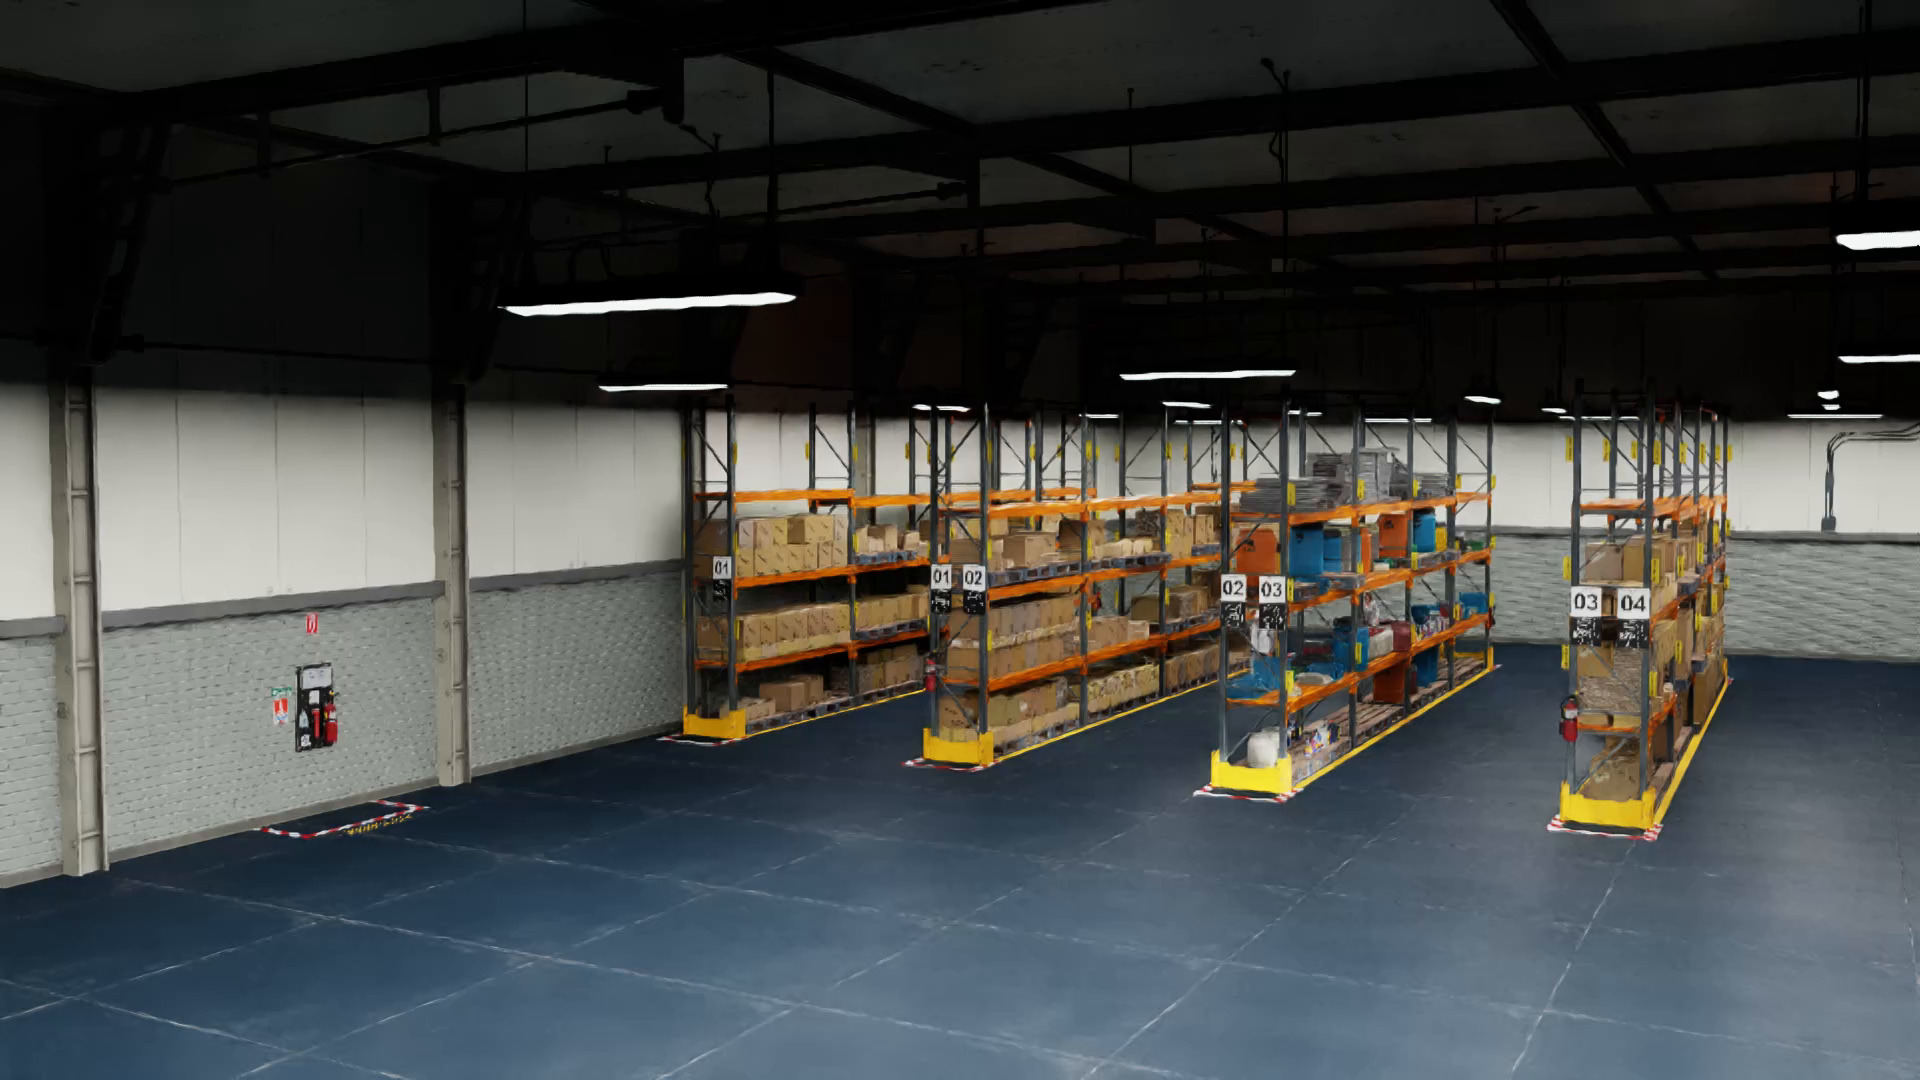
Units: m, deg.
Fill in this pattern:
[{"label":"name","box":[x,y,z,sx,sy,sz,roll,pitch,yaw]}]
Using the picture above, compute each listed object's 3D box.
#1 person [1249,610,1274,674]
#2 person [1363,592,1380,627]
[{"label":"person","box":[6.349,2.299,35.023,0.542,1.700,1.119,1,3,26]},{"label":"person","box":[10.221,2.056,41.611,0.566,1.528,0.519,1,3,26]}]
